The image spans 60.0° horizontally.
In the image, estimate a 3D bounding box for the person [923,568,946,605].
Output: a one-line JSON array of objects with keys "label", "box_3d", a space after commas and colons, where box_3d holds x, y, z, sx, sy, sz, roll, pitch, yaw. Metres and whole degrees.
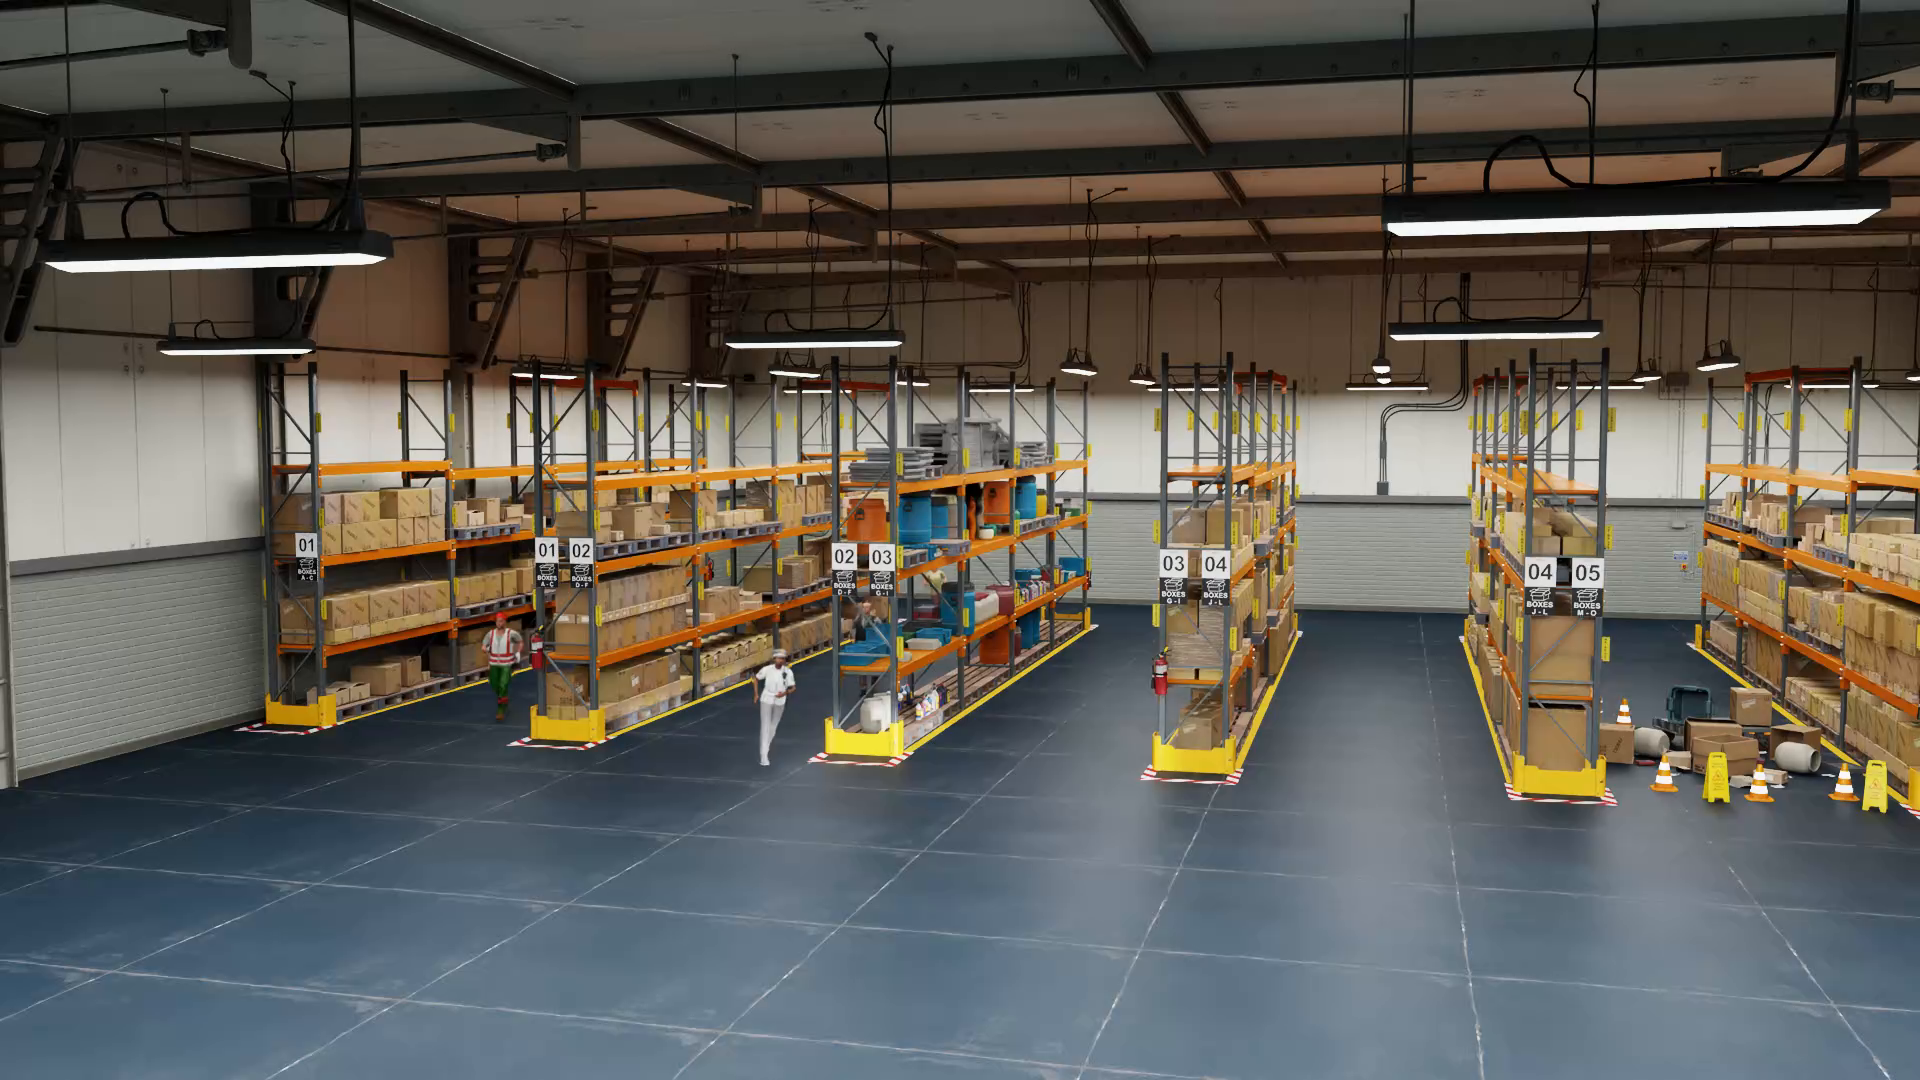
[{"label": "person", "box_3d": [-0.602, 1.328, 40.650, 0.632, 1.658, 0.894, 0, 4, -2]}]

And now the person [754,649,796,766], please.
[{"label": "person", "box_3d": [-2.745, 2.436, 24.662, 0.621, 1.671, 0.874, -1, 4, -12]}]

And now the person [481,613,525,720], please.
[{"label": "person", "box_3d": [-7.752, 2.111, 28.110, 0.668, 1.765, 0.998, 0, 4, 3]}]

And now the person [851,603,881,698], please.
[{"label": "person", "box_3d": [-1.721, 2.007, 30.697, 0.662, 1.715, 0.837, 1, 4, 9]}]
